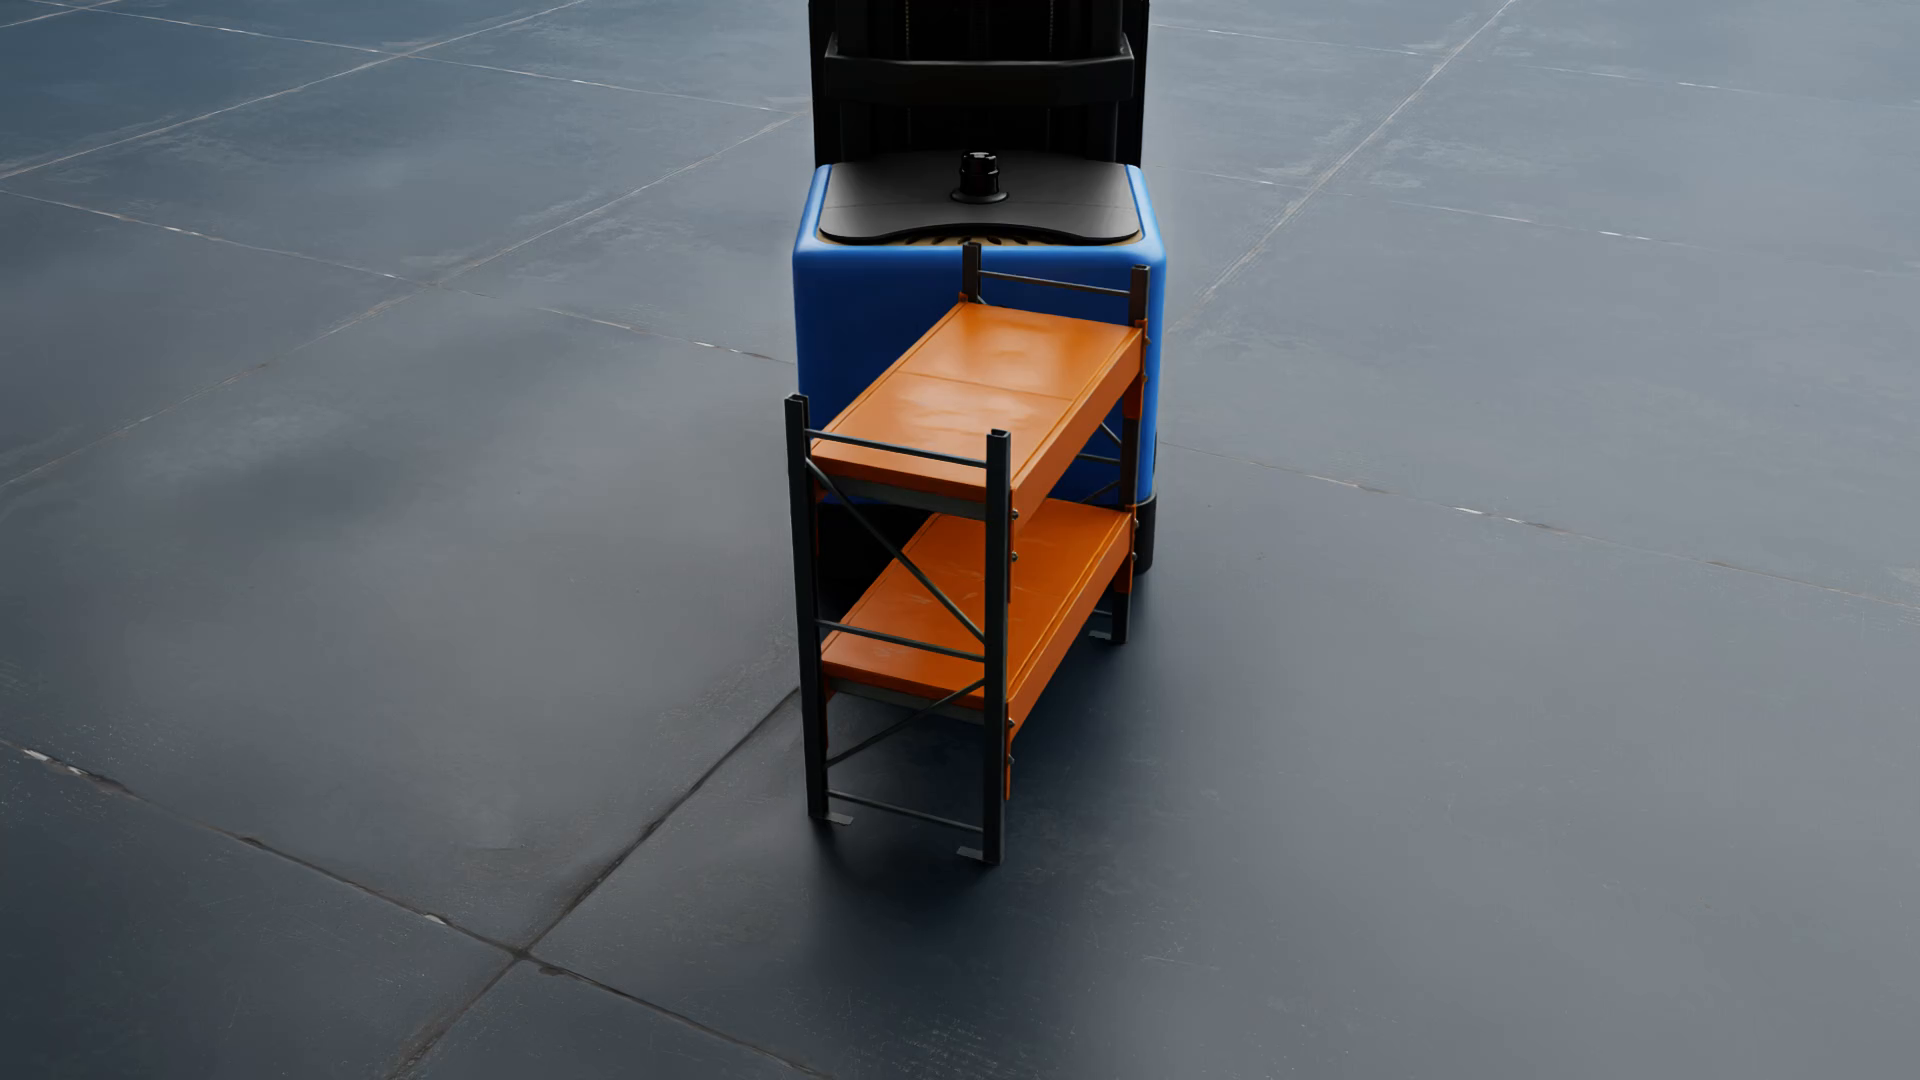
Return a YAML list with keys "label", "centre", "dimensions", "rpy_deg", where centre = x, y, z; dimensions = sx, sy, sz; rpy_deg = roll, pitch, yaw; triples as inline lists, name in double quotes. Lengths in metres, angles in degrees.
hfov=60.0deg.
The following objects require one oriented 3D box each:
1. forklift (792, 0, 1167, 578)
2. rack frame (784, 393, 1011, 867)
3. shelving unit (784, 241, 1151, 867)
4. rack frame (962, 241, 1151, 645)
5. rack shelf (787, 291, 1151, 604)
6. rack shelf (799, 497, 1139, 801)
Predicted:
- label: "forklift"
  centre: [0.061, -1.850, 5.529]
  dimensions: [1.130, 2.935, 3.031]
  rpy_deg: [0, 30, 0]
- label: "rack frame"
  centre: [-0.134, 0.228, 3.723]
  dimensions: [0.500, 1.125, 0.032]
  rpy_deg: [11, 32, 19]
- label: "shelving unit"
  centre: [0.055, -0.007, 4.132]
  dimensions: [0.538, 1.125, 1.048]
  rpy_deg: [11, 32, 19]
- label: "rack frame"
  centre: [0.243, -0.242, 4.542]
  dimensions: [0.500, 1.125, 0.032]
  rpy_deg: [11, 32, 19]
- label: "rack shelf"
  centre: [0.055, -0.261, 3.986]
  dimensions: [0.538, 0.278, 1.000]
  rpy_deg: [11, 32, 19]
- label: "rack shelf"
  centre: [0.055, 0.205, 4.254]
  dimensions: [0.538, 0.278, 1.000]
  rpy_deg: [11, 32, 19]
